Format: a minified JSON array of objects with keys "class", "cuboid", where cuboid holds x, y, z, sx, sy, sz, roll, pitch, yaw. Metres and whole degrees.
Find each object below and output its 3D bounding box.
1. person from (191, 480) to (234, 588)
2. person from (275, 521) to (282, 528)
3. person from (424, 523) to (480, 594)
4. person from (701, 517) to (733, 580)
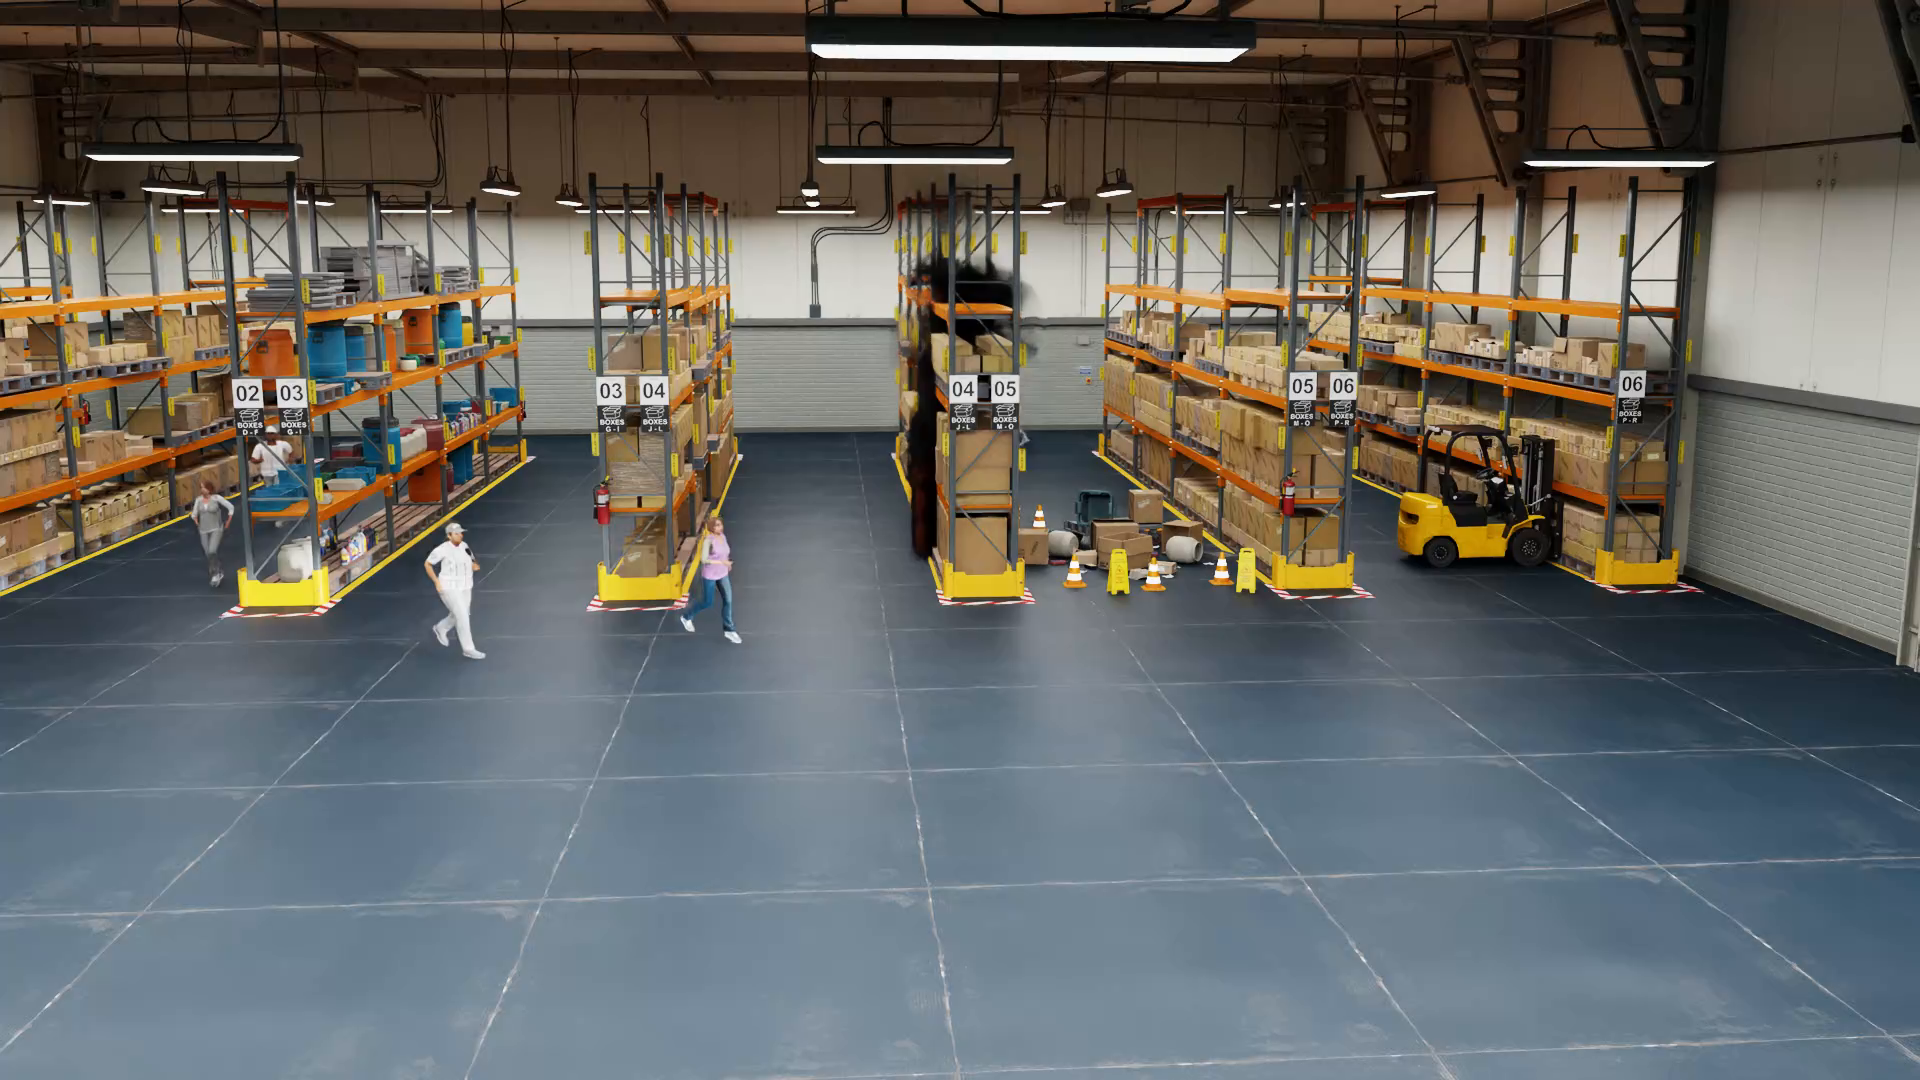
[{"class":"person","cuboid":[-11.139,-0.099,24.767,0.547,1.595,0.674,0,10,-1]},{"class":"person","cuboid":[-12.395,-0.441,30.177,0.256,0.309,0.887,-3,10,-14]},{"class":"person","cuboid":[-6.134,0.211,20.328,0.585,0.843,0.607,5,11,27]},{"class":"person","cuboid":[-3.070,0.101,21.194,0.537,0.794,0.551,7,12,34]}]
